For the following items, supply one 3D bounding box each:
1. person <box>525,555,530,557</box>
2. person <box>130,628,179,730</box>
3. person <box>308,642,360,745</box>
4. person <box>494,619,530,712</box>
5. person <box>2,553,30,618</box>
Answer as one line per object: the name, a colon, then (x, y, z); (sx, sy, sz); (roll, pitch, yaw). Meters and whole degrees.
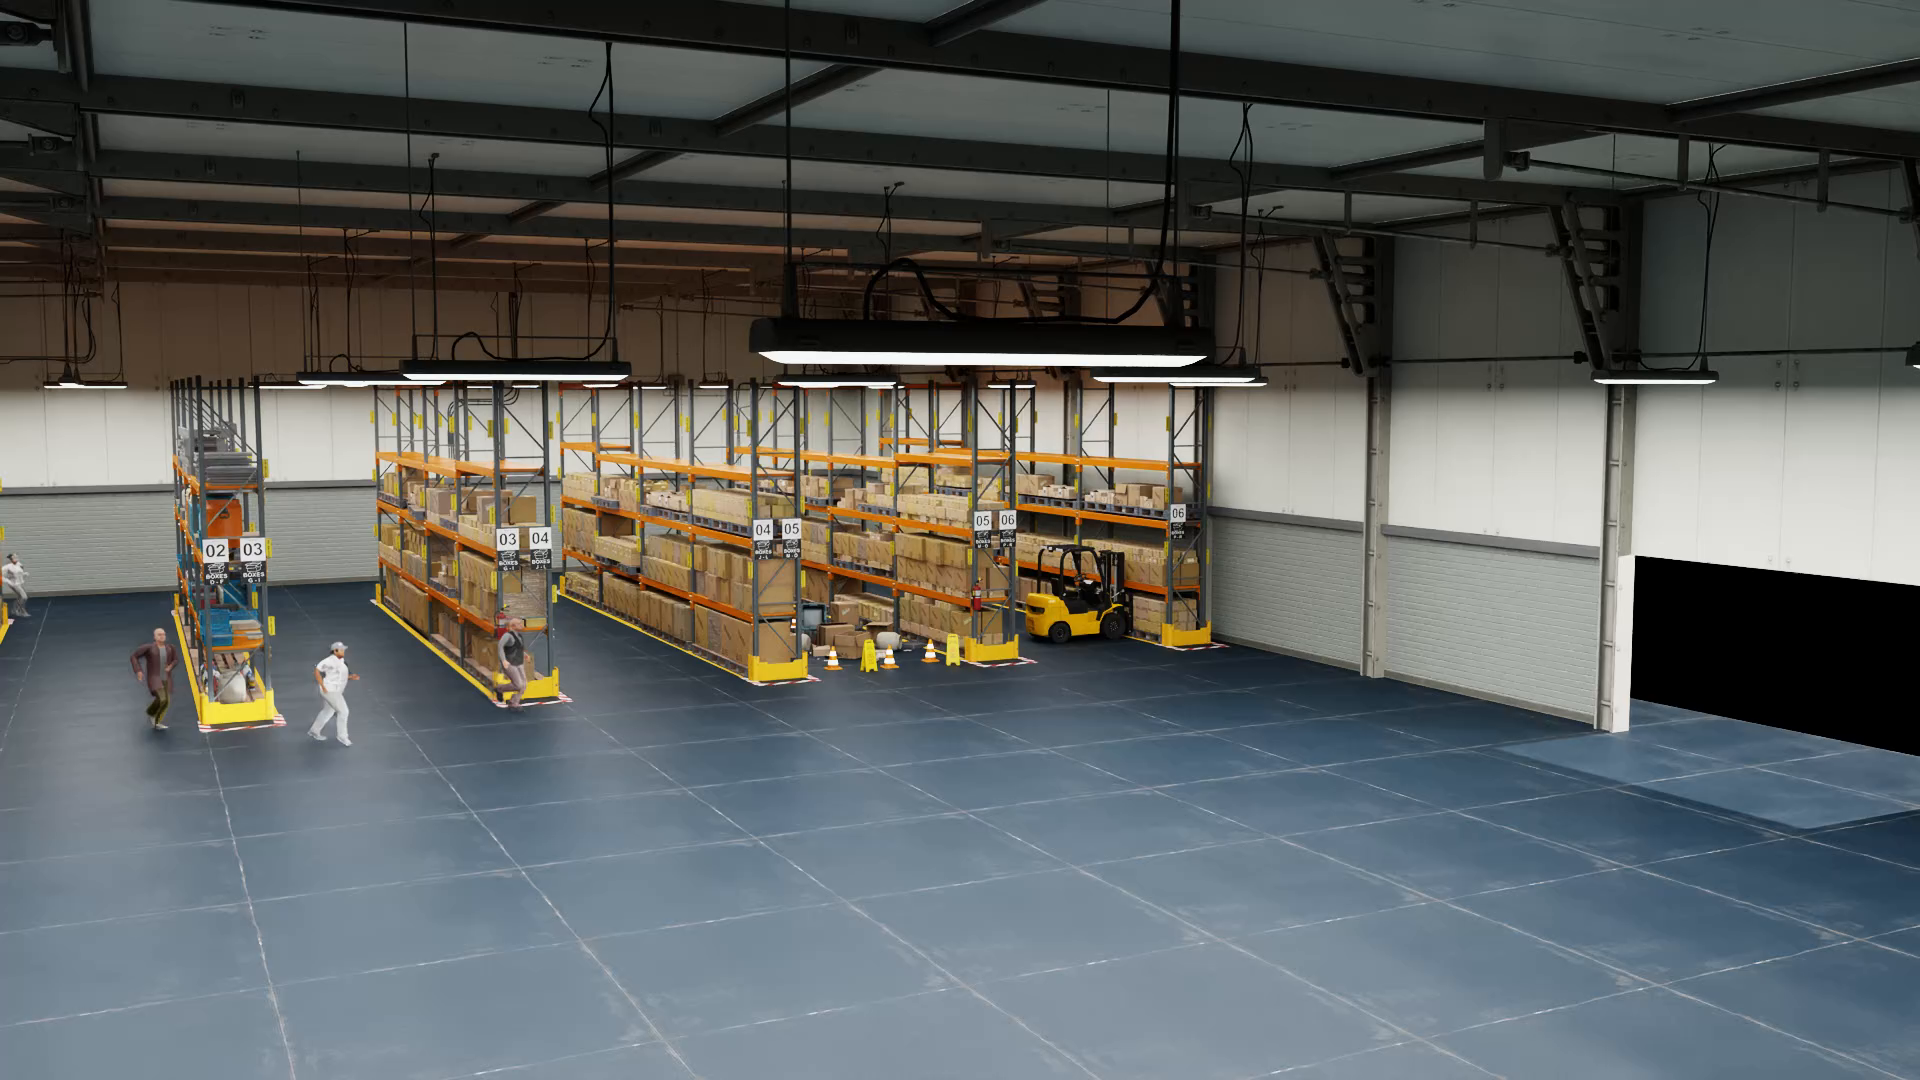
person: (-12.119, 0.787, 46.500); (0.576, 1.650, 0.711); (-2, 5, -17)
person: (-13.556, 2.357, 28.154); (0.587, 1.717, 0.700); (3, 6, 32)
person: (-10.223, 2.514, 27.084); (0.857, 1.723, 0.538); (0, 5, -4)
person: (-8.030, 2.247, 29.788); (0.622, 1.689, 0.676); (1, 5, 14)
person: (-23.917, 1.164, 42.128); (0.674, 1.695, 0.620); (1, 5, 8)
